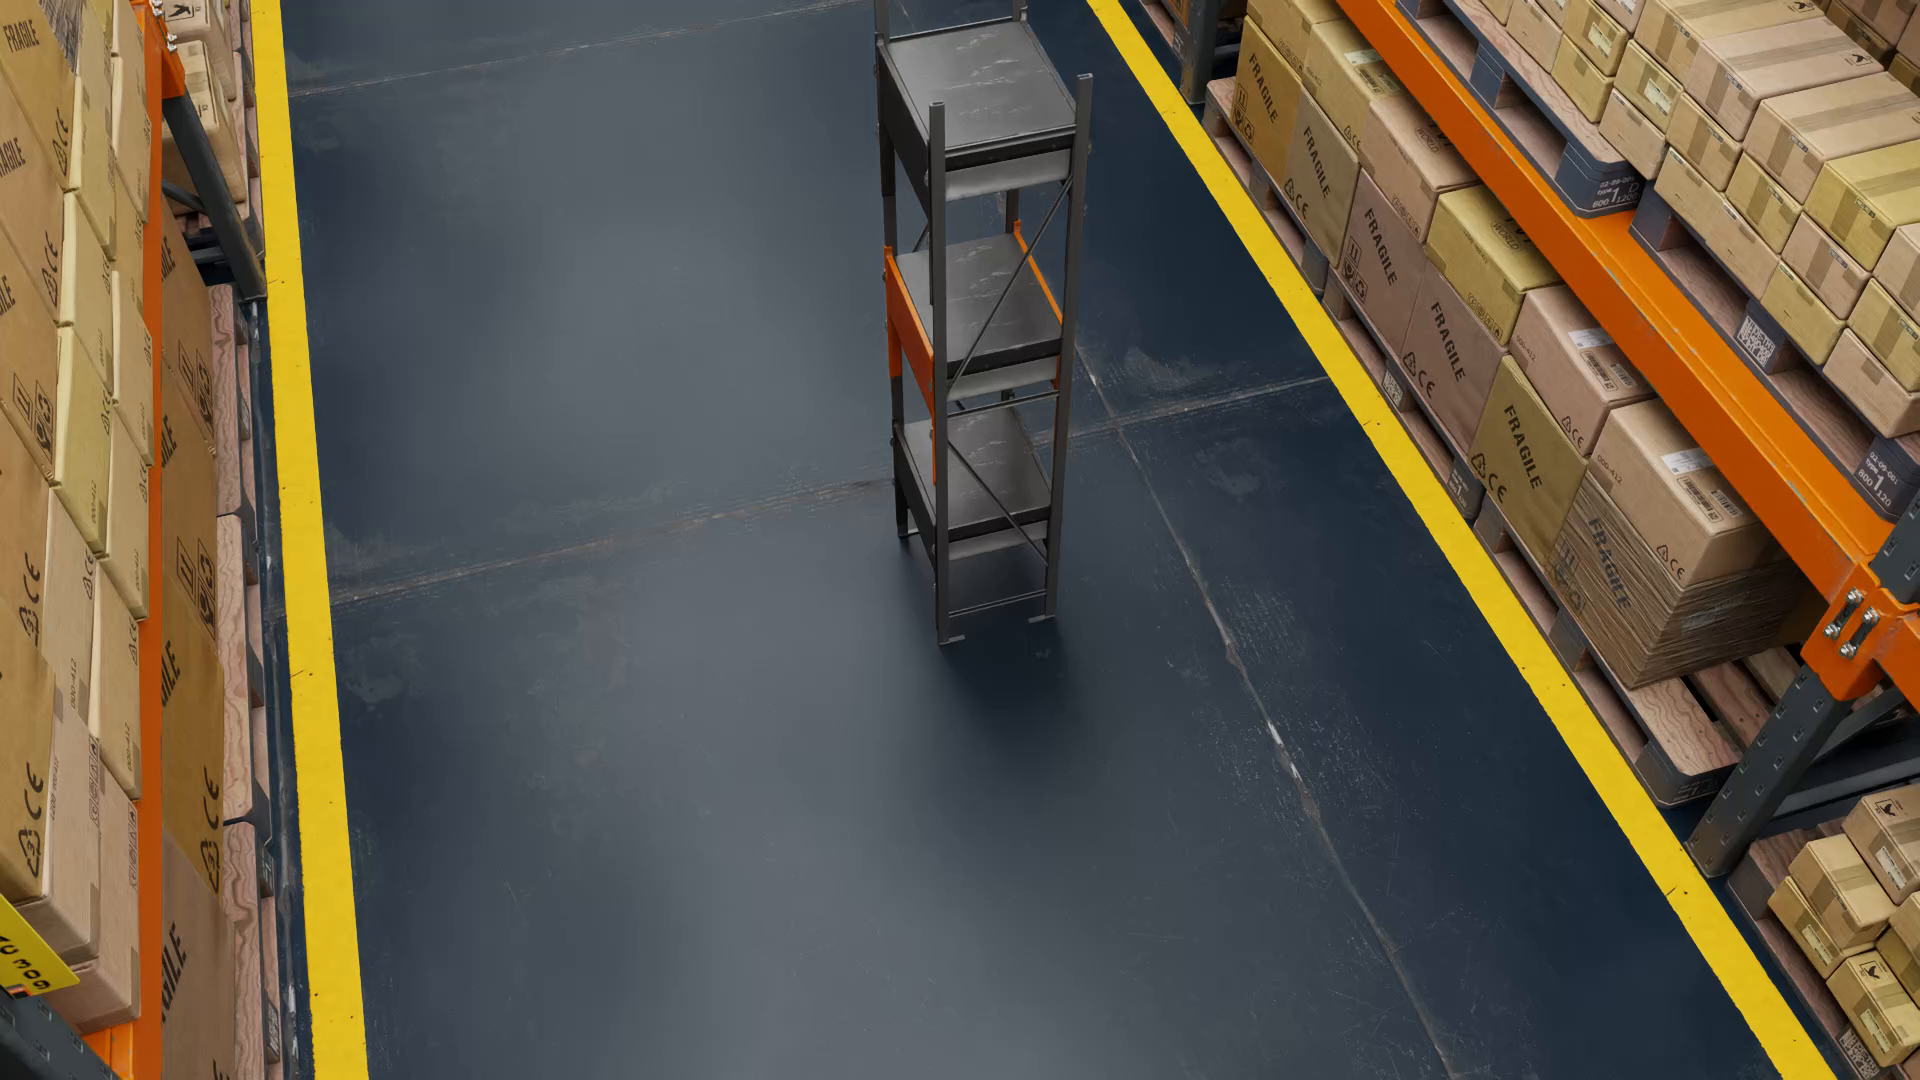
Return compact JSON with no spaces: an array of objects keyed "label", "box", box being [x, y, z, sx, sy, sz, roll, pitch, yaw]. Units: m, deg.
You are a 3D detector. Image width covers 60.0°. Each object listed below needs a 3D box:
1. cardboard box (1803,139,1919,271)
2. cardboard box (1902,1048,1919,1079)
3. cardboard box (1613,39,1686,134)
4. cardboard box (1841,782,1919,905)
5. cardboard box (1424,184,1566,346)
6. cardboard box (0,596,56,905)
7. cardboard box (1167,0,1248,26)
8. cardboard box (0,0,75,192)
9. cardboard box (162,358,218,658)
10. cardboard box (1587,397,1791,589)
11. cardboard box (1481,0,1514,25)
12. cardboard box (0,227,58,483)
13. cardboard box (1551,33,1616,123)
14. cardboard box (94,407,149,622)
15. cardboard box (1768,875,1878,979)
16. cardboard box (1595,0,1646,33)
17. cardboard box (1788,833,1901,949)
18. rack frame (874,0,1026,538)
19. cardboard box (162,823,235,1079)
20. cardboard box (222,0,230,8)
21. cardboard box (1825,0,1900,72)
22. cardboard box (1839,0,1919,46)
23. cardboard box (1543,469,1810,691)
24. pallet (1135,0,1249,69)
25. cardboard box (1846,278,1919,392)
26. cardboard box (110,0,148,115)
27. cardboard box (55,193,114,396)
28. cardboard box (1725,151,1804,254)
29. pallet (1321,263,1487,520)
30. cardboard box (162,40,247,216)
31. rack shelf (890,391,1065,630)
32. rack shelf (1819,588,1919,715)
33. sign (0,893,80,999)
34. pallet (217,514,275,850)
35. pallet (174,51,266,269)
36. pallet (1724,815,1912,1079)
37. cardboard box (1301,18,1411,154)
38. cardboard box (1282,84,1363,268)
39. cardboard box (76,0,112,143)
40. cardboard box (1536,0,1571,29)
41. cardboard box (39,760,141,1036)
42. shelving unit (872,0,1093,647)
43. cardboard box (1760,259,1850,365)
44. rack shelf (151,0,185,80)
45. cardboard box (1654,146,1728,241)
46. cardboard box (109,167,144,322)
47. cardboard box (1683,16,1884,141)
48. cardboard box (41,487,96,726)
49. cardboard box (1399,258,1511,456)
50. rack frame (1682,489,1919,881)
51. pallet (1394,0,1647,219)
[{"label":"cardboard box","box":[2.274,-0.812,3.973,0.380,0.149,0.250,-15,51,-12]},{"label":"cardboard box","box":[2.662,1.365,4.227,0.380,0.149,0.250,-14,51,-11]},{"label":"cardboard box","box":[2.043,-1.280,4.563,0.380,0.149,0.250,-16,52,-13]},{"label":"cardboard box","box":[2.563,0.769,4.340,0.380,0.149,0.250,-11,51,-9]},{"label":"cardboard box","box":[1.888,-0.941,5.451,0.500,0.250,0.500,-15,52,-13]},{"label":"cardboard box","box":[-1.895,0.331,2.790,0.500,0.500,0.500,-13,51,-11]},{"label":"cardboard box","box":[1.382,-2.918,7.445,1.050,0.750,0.750,-14,51,-11]},{"label":"cardboard box","box":[-2.519,-1.148,4.037,0.500,0.500,0.500,-13,51,-11]},{"label":"cardboard box","box":[-2.838,-0.124,5.008,0.875,0.875,0.875,-13,51,-11]},{"label":"cardboard box","box":[2.198,-0.179,4.809,0.500,0.250,0.500,-15,51,-12]},{"label":"cardboard box","box":[1.810,-1.757,5.159,0.380,0.149,0.250,-13,51,-10]},{"label":"cardboard box","box":[-2.218,-0.401,3.407,0.500,0.500,0.500,-14,51,-12]},{"label":"cardboard box","box":[1.965,-1.371,4.834,0.380,0.149,0.250,-11,51,-9]},{"label":"cardboard box","box":[-2.208,-0.016,3.900,0.500,0.250,0.500,-14,51,-11]},{"label":"cardboard box","box":[2.460,1.001,4.534,0.380,0.149,0.250,-15,52,-13]},{"label":"cardboard box","box":[1.970,-1.568,4.611,0.380,0.149,0.250,-15,52,-13]},{"label":"cardboard box","box":[2.461,0.904,4.422,0.380,0.149,0.250,-11,51,-9]},{"label":"rack frame","box":[-0.023,-0.734,4.996,0.400,2.100,0.015,-13,51,-11]},{"label":"cardboard box","box":[-2.299,1.187,3.903,0.875,0.875,0.875,-12,51,-10]},{"label":"cardboard box","box":[-3.825,-2.645,7.462,0.950,0.372,0.625,-12,51,-10]},{"label":"cardboard box","box":[2.668,-1.427,4.686,0.380,0.149,0.250,-11,51,-10]},{"label":"cardboard box","box":[2.673,-1.519,4.569,0.380,0.149,0.250,-14,51,-11]},{"label":"cardboard box","box":[2.200,0.066,5.093,0.500,0.500,0.500,-14,51,-12]},{"label":"pallet","box":[1.315,-2.737,7.919,1.003,0.211,1.213,-13,51,-11]},{"label":"cardboard box","box":[2.353,-0.517,3.919,0.380,0.149,0.250,-12,51,-10]},{"label":"cardboard box","box":[-2.825,-1.490,5.143,0.500,0.250,0.500,-15,51,-12]},{"label":"cardboard box","box":[-2.356,-0.544,4.018,0.500,0.250,0.500,-15,51,-12]},{"label":"cardboard box","box":[2.203,-0.891,4.235,0.380,0.149,0.250,-11,51,-9]},{"label":"pallet","box":[2.063,-0.683,6.188,1.003,0.211,1.213,-13,51,-11]},{"label":"cardboard box","box":[-3.380,-1.553,6.541,0.950,0.372,0.625,-16,52,-13]},{"label":"rack shelf","box":[0.049,-0.096,5.391,0.431,0.518,0.480,-13,51,-11]},{"label":"rack shelf","box":[3.251,1.572,2.934,1.077,0.370,4.000,-13,51,-11]},{"label":"sign","box":[-1.510,0.641,2.630,0.100,0.325,0.005,-13,51,-11]},{"label":"pallet","box":[-2.704,0.532,5.164,1.003,0.211,1.213,-13,51,-11]},{"label":"pallet","box":[-3.452,-1.522,6.895,1.003,0.211,1.213,-13,51,-11]},{"label":"pallet","box":[2.892,1.260,4.549,1.003,0.211,1.213,-13,51,-11]},{"label":"cardboard box","box":[1.599,-1.685,6.079,0.500,0.250,0.500,-14,51,-11]},{"label":"cardboard box","box":[1.594,-1.431,6.355,0.500,0.500,0.500,-13,51,-11]},{"label":"cardboard box","box":[-2.681,-1.292,4.649,0.500,0.250,0.500,-14,51,-12]},{"label":"cardboard box","box":[1.893,-1.658,4.881,0.380,0.149,0.250,-12,51,-10]},{"label":"cardboard box","box":[-1.917,0.739,3.263,0.500,0.250,0.500,-14,51,-12]},{"label":"shelving unit","box":[0.049,-0.556,4.845,0.431,2.100,0.503,-13,51,-11]},{"label":"cardboard box","box":[2.275,-0.610,4.192,0.380,0.149,0.250,-13,51,-11]},{"label":"rack shelf","box":[-3.814,-3.078,6.854,1.077,0.370,4.000,-13,51,-11]},{"label":"cardboard box","box":[2.130,-0.976,4.500,0.380,0.149,0.250,-16,52,-13]},{"label":"cardboard box","box":[-2.525,-0.750,4.518,0.500,0.250,0.500,-14,51,-11]},{"label":"cardboard box","box":[2.122,-1.193,4.294,0.380,0.149,0.250,-13,51,-11]},{"label":"cardboard box","box":[-2.081,0.200,3.391,0.500,0.250,0.500,-13,51,-10]},{"label":"cardboard box","box":[1.901,-0.685,5.726,0.500,0.500,0.500,-14,51,-12]},{"label":"rack frame","box":[2.659,-0.121,3.890,1.000,3.000,0.127,-13,51,-11]},{"label":"pallet","box":[2.101,-1.544,5.215,1.003,0.211,1.213,-13,51,-11]}]
